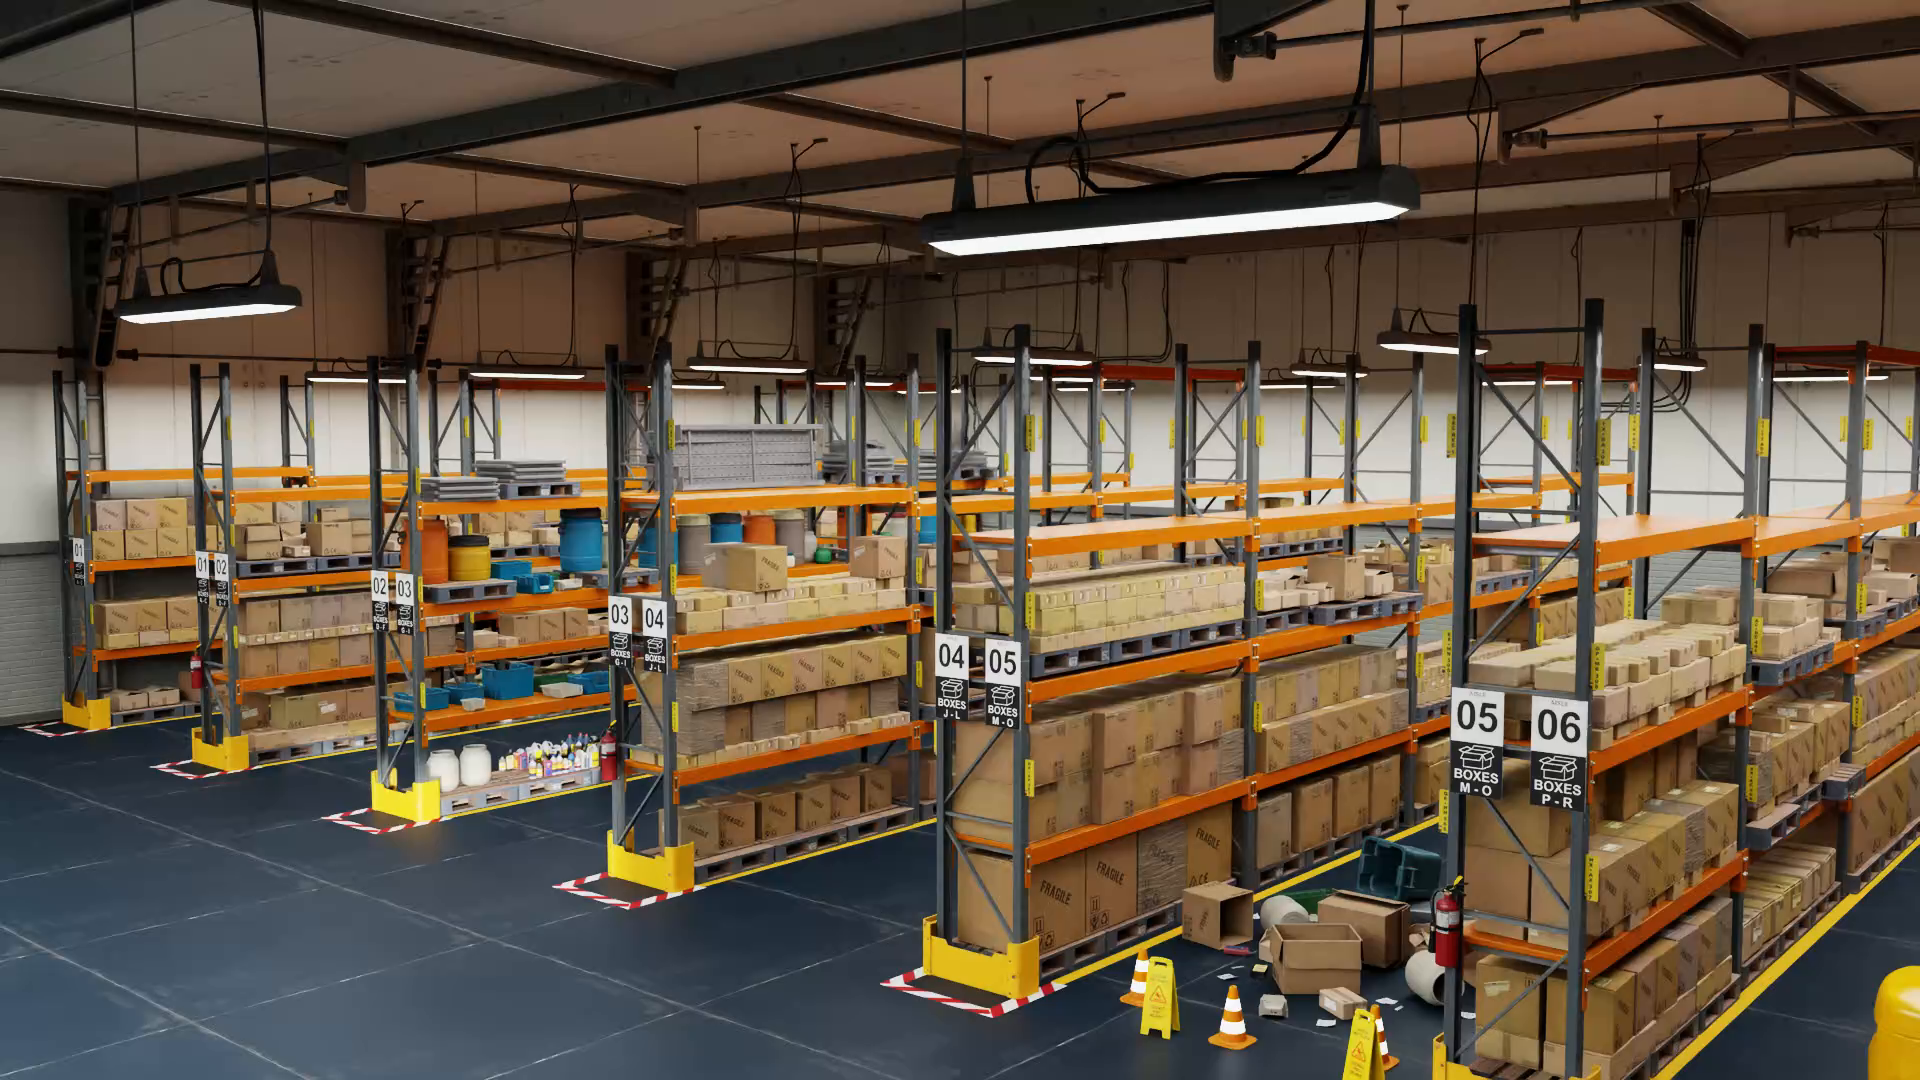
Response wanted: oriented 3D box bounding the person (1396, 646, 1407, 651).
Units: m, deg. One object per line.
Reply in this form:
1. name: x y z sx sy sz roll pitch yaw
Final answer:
1. person: 6.828 2.479 25.569 0.656 1.718 0.792 4 6 44

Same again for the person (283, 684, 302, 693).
1. person: -10.923 2.424 27.253 0.530 1.556 0.537 3 5 32
